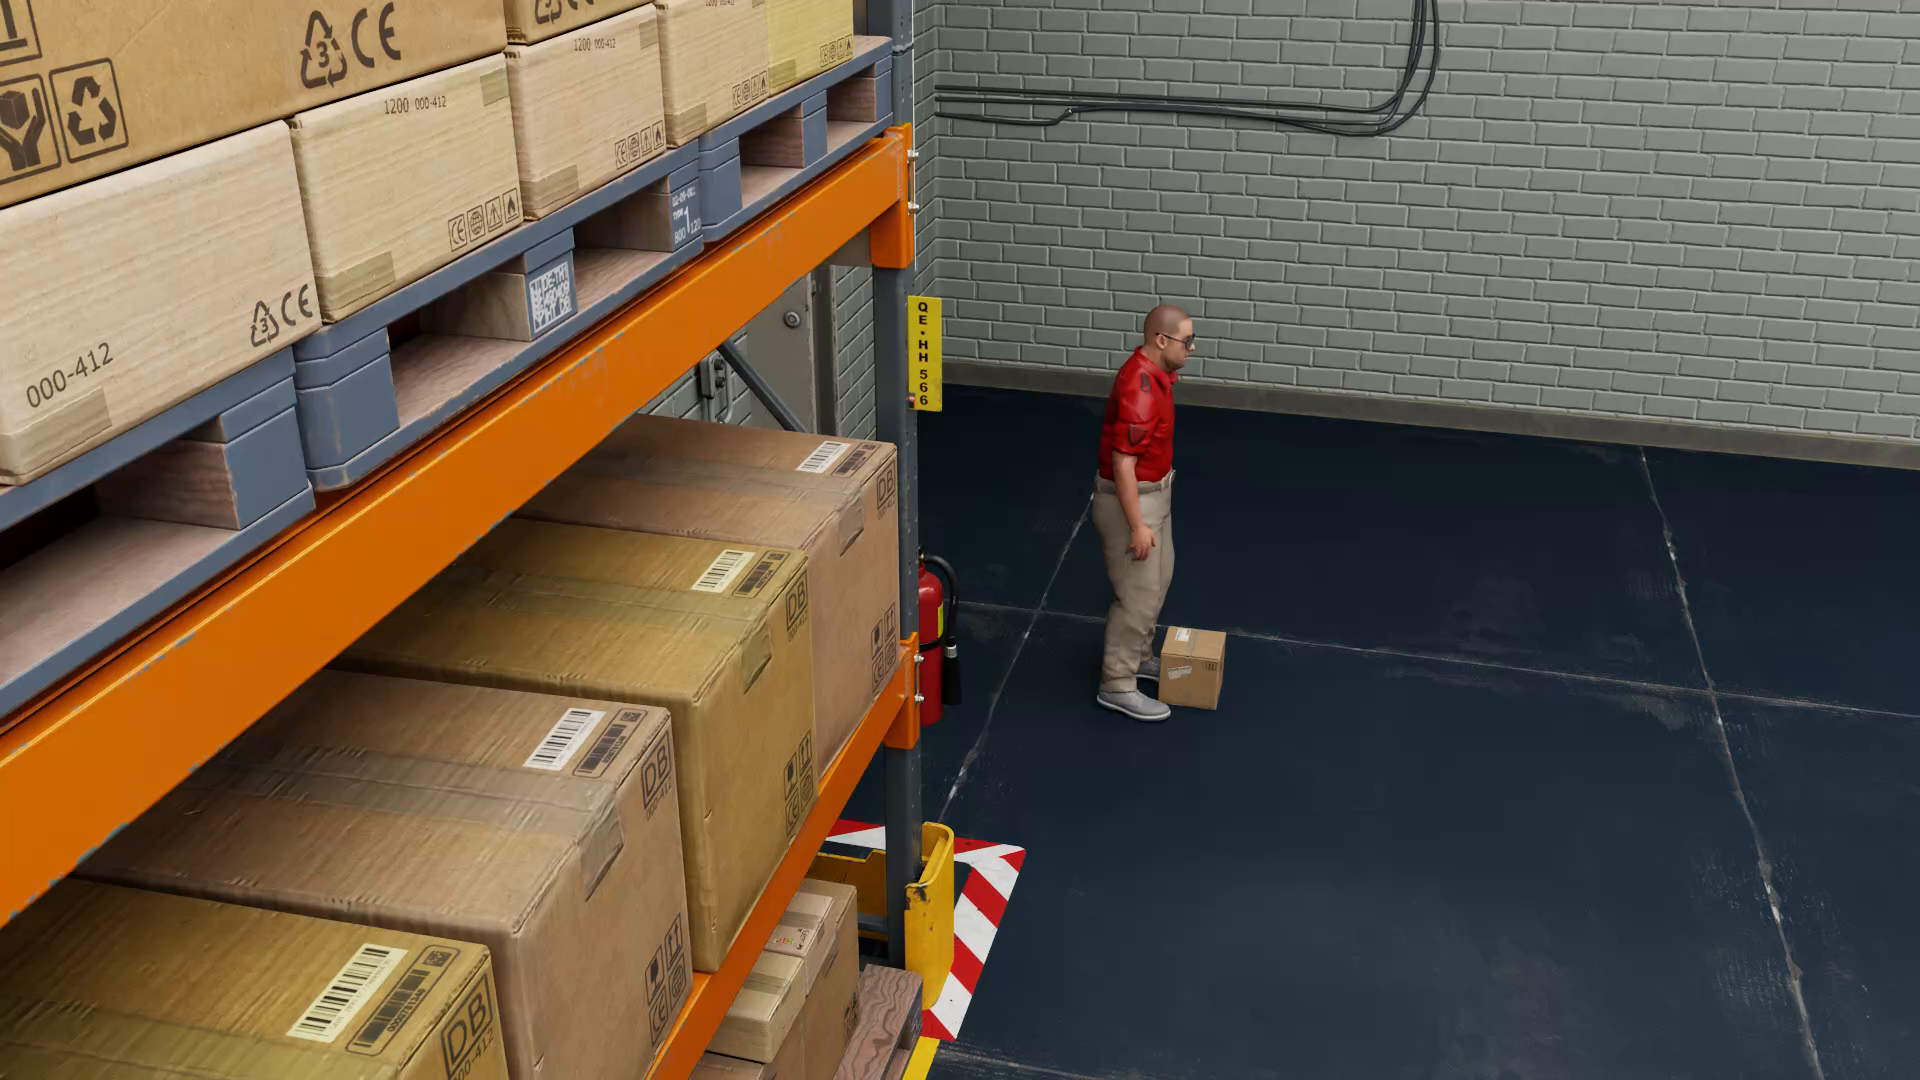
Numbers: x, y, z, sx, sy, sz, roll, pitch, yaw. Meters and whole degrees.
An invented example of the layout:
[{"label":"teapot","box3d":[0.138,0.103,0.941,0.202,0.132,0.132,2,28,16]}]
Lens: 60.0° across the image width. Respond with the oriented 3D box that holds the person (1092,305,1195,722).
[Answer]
[{"label":"person","box3d":[0.774,-0.139,6.921,0.423,1.727,0.586,6,26,13]}]
